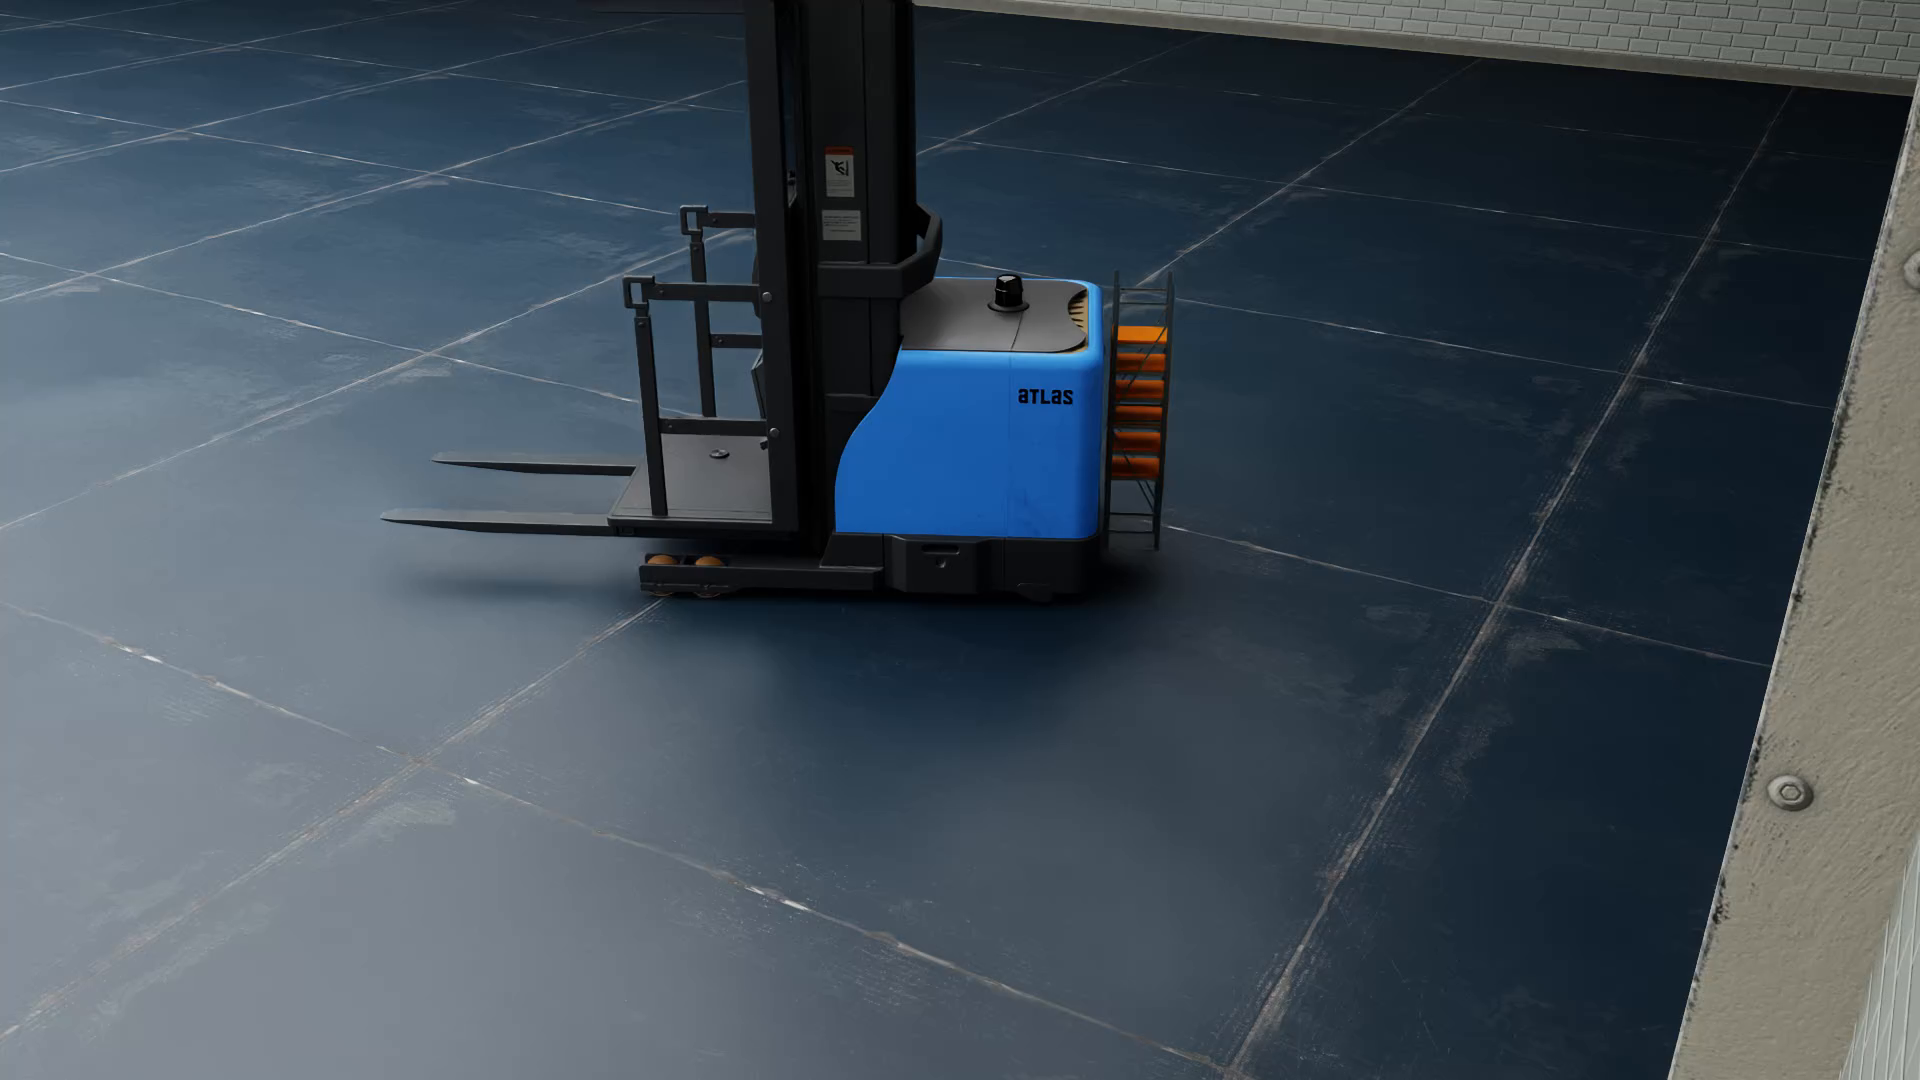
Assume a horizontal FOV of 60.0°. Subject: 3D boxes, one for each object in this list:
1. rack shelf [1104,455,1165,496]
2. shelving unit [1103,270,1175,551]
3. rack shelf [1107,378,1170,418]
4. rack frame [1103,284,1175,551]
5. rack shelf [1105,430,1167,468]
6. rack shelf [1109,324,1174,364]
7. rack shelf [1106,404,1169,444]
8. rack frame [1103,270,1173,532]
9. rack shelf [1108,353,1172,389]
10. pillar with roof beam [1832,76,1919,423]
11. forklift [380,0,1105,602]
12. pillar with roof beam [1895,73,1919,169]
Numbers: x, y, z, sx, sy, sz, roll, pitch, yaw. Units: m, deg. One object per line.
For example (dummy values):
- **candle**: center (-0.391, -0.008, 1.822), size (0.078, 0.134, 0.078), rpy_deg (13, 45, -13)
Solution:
- **rack shelf**: center (0.751, -0.280, 7.181), size (0.258, 0.103, 0.180), rpy_deg (2, 27, 3)
- **shelving unit**: center (0.752, -0.534, 7.053), size (0.258, 1.200, 0.189), rpy_deg (2, 27, 3)
- **rack shelf**: center (0.752, -0.602, 7.019), size (0.258, 0.103, 0.180), rpy_deg (2, 27, 3)
- **rack frame**: center (0.745, -0.494, 6.972), size (0.240, 1.200, 0.006), rpy_deg (2, 27, 3)
- **rack shelf**: center (0.751, -0.387, 7.127), size (0.258, 0.103, 0.180), rpy_deg (2, 27, 3)
- **rack shelf**: center (0.752, -0.817, 6.912), size (0.258, 0.103, 0.180), rpy_deg (2, 27, 3)
- **rack shelf**: center (0.752, -0.495, 7.073), size (0.258, 0.103, 0.180), rpy_deg (2, 27, 3)
- **rack frame**: center (0.758, -0.575, 7.135), size (0.240, 1.200, 0.006), rpy_deg (2, 27, 3)
- **rack shelf**: center (0.752, -0.709, 6.966), size (0.258, 0.103, 0.180), rpy_deg (2, 27, 3)
- **pillar with roof beam**: center (0.958, -5.619, 8.500), size (9.100, 9.000, 0.400), rpy_deg (14, 30, 26)
- **forklift**: center (-0.916, -1.306, 6.661), size (3.031, 2.935, 1.130), rpy_deg (2, 27, 4)
- **pillar with roof beam**: center (3.910, -7.958, 13.171), size (9.100, 9.000, 0.400), rpy_deg (14, 30, 26)
